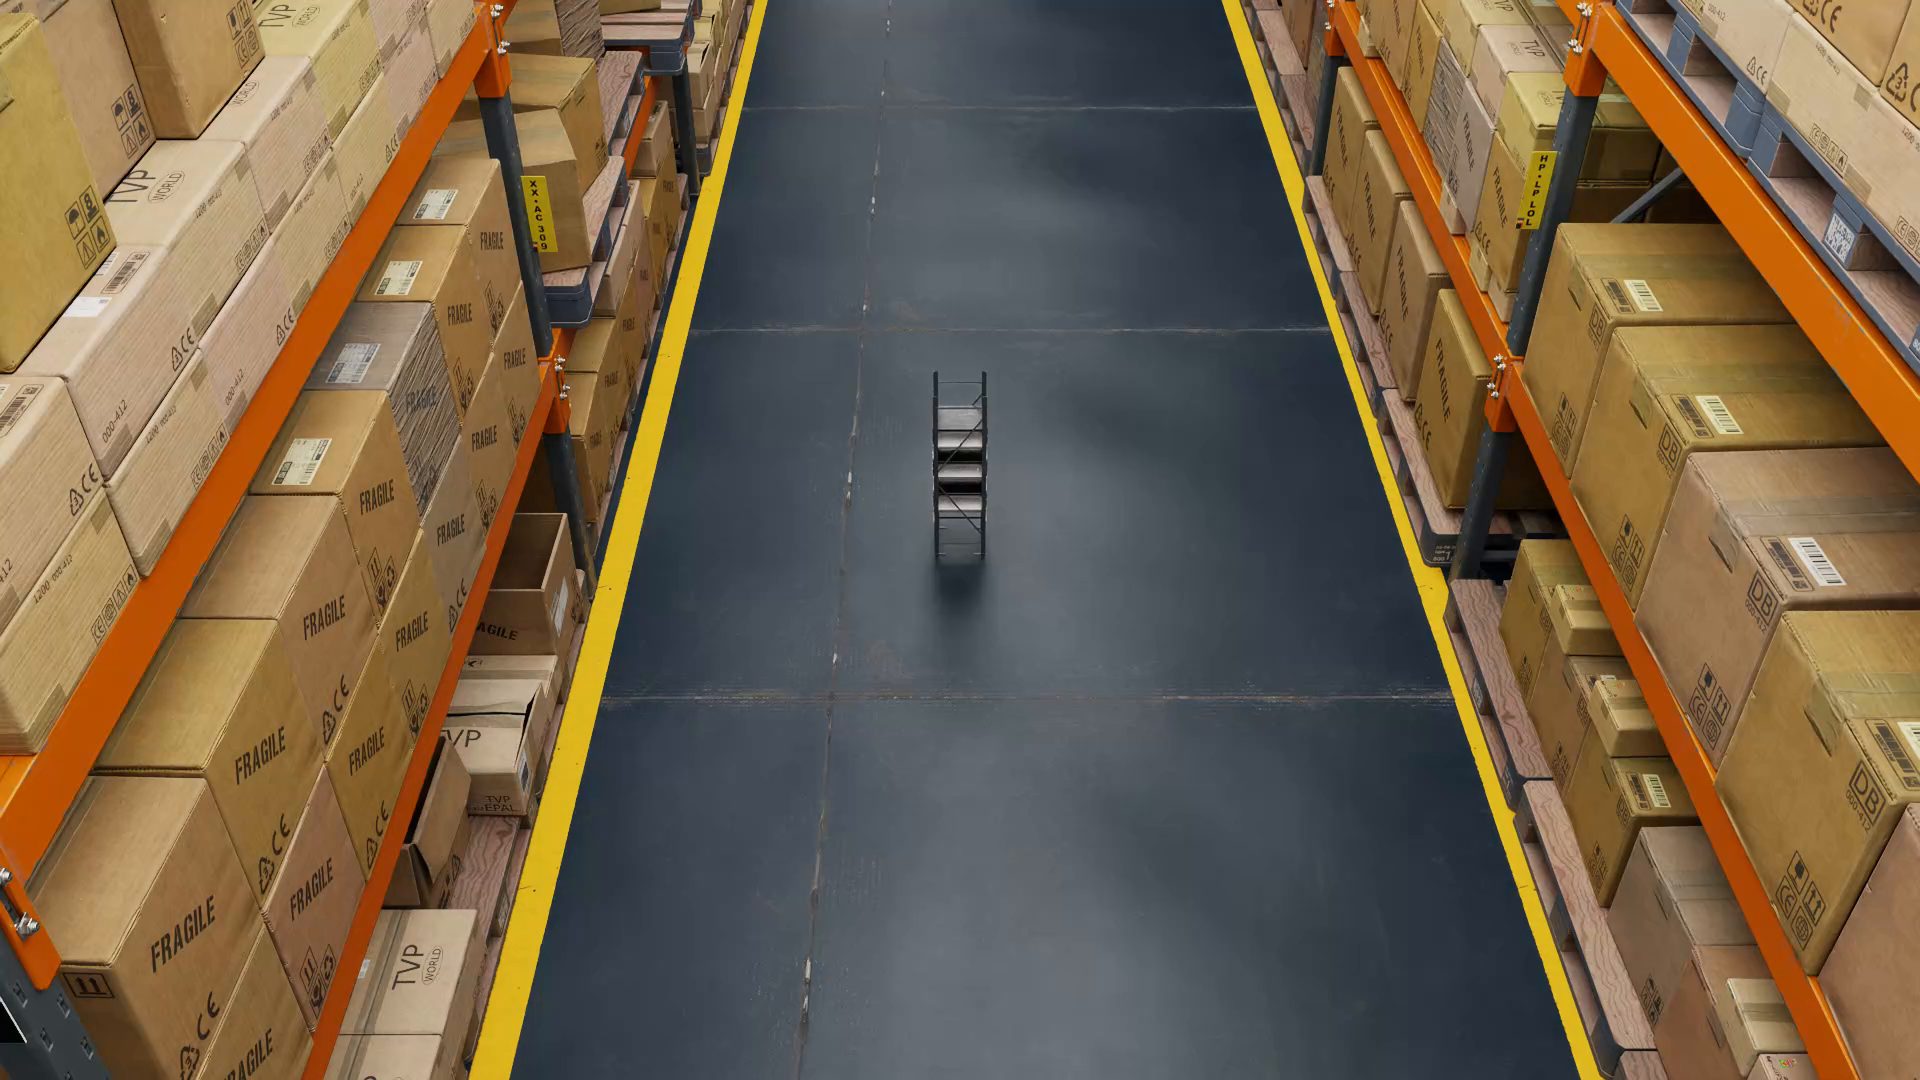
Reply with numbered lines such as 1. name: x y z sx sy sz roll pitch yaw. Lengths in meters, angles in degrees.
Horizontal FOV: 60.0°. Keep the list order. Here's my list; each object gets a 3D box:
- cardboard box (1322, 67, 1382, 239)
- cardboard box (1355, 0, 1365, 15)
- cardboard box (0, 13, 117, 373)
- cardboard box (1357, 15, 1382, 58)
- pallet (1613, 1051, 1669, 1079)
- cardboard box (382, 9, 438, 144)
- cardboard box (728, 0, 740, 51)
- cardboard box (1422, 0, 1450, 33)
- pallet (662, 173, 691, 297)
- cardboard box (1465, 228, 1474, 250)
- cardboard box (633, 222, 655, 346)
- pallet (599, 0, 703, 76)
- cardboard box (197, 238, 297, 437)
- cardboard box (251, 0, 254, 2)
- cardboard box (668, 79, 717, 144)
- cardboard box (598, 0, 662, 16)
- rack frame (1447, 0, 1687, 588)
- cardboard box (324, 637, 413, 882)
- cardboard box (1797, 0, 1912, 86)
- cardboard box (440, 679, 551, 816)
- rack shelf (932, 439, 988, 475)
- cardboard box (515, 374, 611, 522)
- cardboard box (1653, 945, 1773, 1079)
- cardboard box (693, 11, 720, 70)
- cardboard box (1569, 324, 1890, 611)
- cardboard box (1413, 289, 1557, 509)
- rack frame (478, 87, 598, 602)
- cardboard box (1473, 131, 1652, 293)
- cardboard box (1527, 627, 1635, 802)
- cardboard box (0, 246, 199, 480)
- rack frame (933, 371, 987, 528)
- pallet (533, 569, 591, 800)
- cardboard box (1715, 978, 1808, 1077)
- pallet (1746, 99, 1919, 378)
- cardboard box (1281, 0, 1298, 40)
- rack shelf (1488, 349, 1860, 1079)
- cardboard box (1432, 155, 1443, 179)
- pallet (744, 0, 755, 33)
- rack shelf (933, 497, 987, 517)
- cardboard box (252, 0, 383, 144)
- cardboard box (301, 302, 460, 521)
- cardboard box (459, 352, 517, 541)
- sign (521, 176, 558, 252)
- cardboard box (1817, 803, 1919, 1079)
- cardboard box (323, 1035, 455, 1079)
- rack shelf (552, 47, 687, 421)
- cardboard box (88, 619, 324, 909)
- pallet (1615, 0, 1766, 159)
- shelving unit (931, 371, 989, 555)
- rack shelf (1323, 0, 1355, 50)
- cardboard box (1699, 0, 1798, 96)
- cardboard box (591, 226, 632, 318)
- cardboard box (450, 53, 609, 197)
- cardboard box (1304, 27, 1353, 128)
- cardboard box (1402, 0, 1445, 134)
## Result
1. cardboard box: 2.632 -2.299 9.849 0.750 0.750 0.750 -1 39 -1
2. cardboard box: 2.507 -3.293 9.372 0.500 0.500 0.500 1 39 1
3. cardboard box: -2.115 -0.659 3.141 0.700 0.500 0.500 0 39 0
4. cardboard box: 2.439 -2.814 9.293 0.380 0.149 0.250 1 39 1
5. pallet: 2.693 2.157 5.135 1.003 0.211 1.213 0 39 0
6. cardboard box: -1.930 -1.422 5.093 0.500 0.250 0.500 0 39 0
7. cardboard box: -1.906 -3.807 12.210 0.500 0.250 0.500 1 39 1
8. cardboard box: 2.518 -2.637 7.954 0.500 0.250 0.500 -1 39 -1
9. pallet: -2.228 -1.873 10.164 1.003 0.211 1.213 0 39 0
10. cardboard box: 2.505 -1.373 7.495 0.380 0.149 0.250 1 39 1
11. cardboard box: -1.948 -1.388 8.976 0.500 0.500 0.500 -1 39 -2
12. pallet: -2.120 -2.929 9.406 1.213 0.211 1.003 0 39 0
13. cardboard box: -1.918 -0.484 3.922 0.500 0.250 0.500 0 39 0
14. cardboard box: -2.282 -1.597 4.311 0.700 0.500 0.500 0 39 0
15. cardboard box: -1.898 -2.847 11.012 0.500 0.250 0.500 0 39 0
16. cardboard box: -2.078 -3.237 9.221 0.700 0.500 0.500 -12 40 -15
17. rack frame: 2.767 -0.933 6.761 1.000 3.000 0.127 0 39 0
18. cardboard box: -1.922 0.622 4.741 0.500 0.500 0.500 0 39 0
19. cardboard box: 2.500 -1.464 4.129 0.500 0.500 0.500 0 39 0
20. cardboard box: -1.901 0.776 6.427 0.500 0.311 0.500 0 39 0
21. rack shelf: 0.000 -0.390 7.672 0.258 0.077 0.200 0 39 0
22. cardboard box: -1.943 -0.426 7.775 0.500 0.500 0.500 -2 39 -2
23. cardboard box: 2.670 1.630 5.226 0.700 0.500 0.500 0 39 0
24. cardboard box: -1.907 -3.394 11.247 0.500 0.311 0.500 -1 39 -1
25. cardboard box: 2.747 -0.254 5.674 0.980 0.700 0.700 -1 39 -1
26. cardboard box: 2.637 -0.664 7.809 0.750 0.750 0.750 0 39 0
27. rack frame: -2.186 -0.927 6.753 1.000 3.000 0.127 0 39 0
28. cardboard box: 2.515 -1.384 6.990 0.500 0.500 0.500 -1 39 -1
29. cardboard box: 2.663 0.661 6.435 0.700 0.500 0.500 0 39 -1
30. cardboard box: -1.915 -0.366 3.376 0.500 0.250 0.500 0 39 0
31. rack frame: 0.000 -0.410 7.787 0.240 0.900 0.006 0 39 0
32. pallet: -2.187 0.591 7.089 1.003 0.211 1.213 0 39 0
33. cardboard box: 2.488 1.450 4.932 0.380 0.149 0.250 1 39 1
34. pallet: 2.756 -0.796 4.262 1.003 0.211 1.213 0 39 0
35. cardboard box: 2.787 -4.029 12.272 0.700 0.500 0.500 0 39 0
36. rack shelf: 2.770 0.599 5.425 1.077 0.370 4.000 0 39 0
37. cardboard box: 2.526 -1.848 8.088 0.380 0.149 0.250 -1 39 -1
38. pallet: -2.156 -4.381 13.293 1.003 0.211 1.213 0 39 0
39. rack shelf: 0.000 -0.180 7.841 0.258 0.077 0.200 0 39 0
40. cardboard box: -1.919 -1.304 4.546 0.500 0.250 0.500 0 39 0
41. cardboard box: -1.923 -0.404 5.222 0.500 0.500 0.500 0 39 0
42. cardboard box: -1.927 -0.331 5.930 0.500 0.500 0.500 1 39 1
43. sign: -1.644 -1.270 6.489 0.100 0.325 0.005 0 39 0
44. cardboard box: 2.761 1.133 3.943 0.980 0.700 0.700 2 39 2
45. cardboard box: -1.899 1.823 5.169 0.500 0.250 0.500 0 39 0
46. rack shelf: -2.189 -1.897 8.539 1.077 0.370 4.000 0 39 0
47. cardboard box: -1.927 0.541 4.042 0.500 0.500 0.500 0 39 0
48. pallet: 2.758 -1.557 5.212 1.003 0.211 1.213 0 39 0
49. shelving unit: 0.000 -0.346 7.708 0.258 0.900 0.210 0 39 0
50. rack shelf: 2.760 -4.404 11.668 1.077 0.370 4.000 0 39 0
51. cardboard box: 2.491 -1.496 4.770 0.500 0.250 0.500 -1 39 -1
52. cardboard box: -1.944 -1.344 8.321 0.500 0.250 0.500 0 39 0
53. cardboard box: -2.027 -1.856 7.497 0.700 0.500 0.500 6 39 7
54. cardboard box: 2.710 -3.080 11.088 0.700 0.500 0.500 0 39 1
55. cardboard box: 2.507 -2.329 8.170 0.500 0.500 0.500 1 39 1
